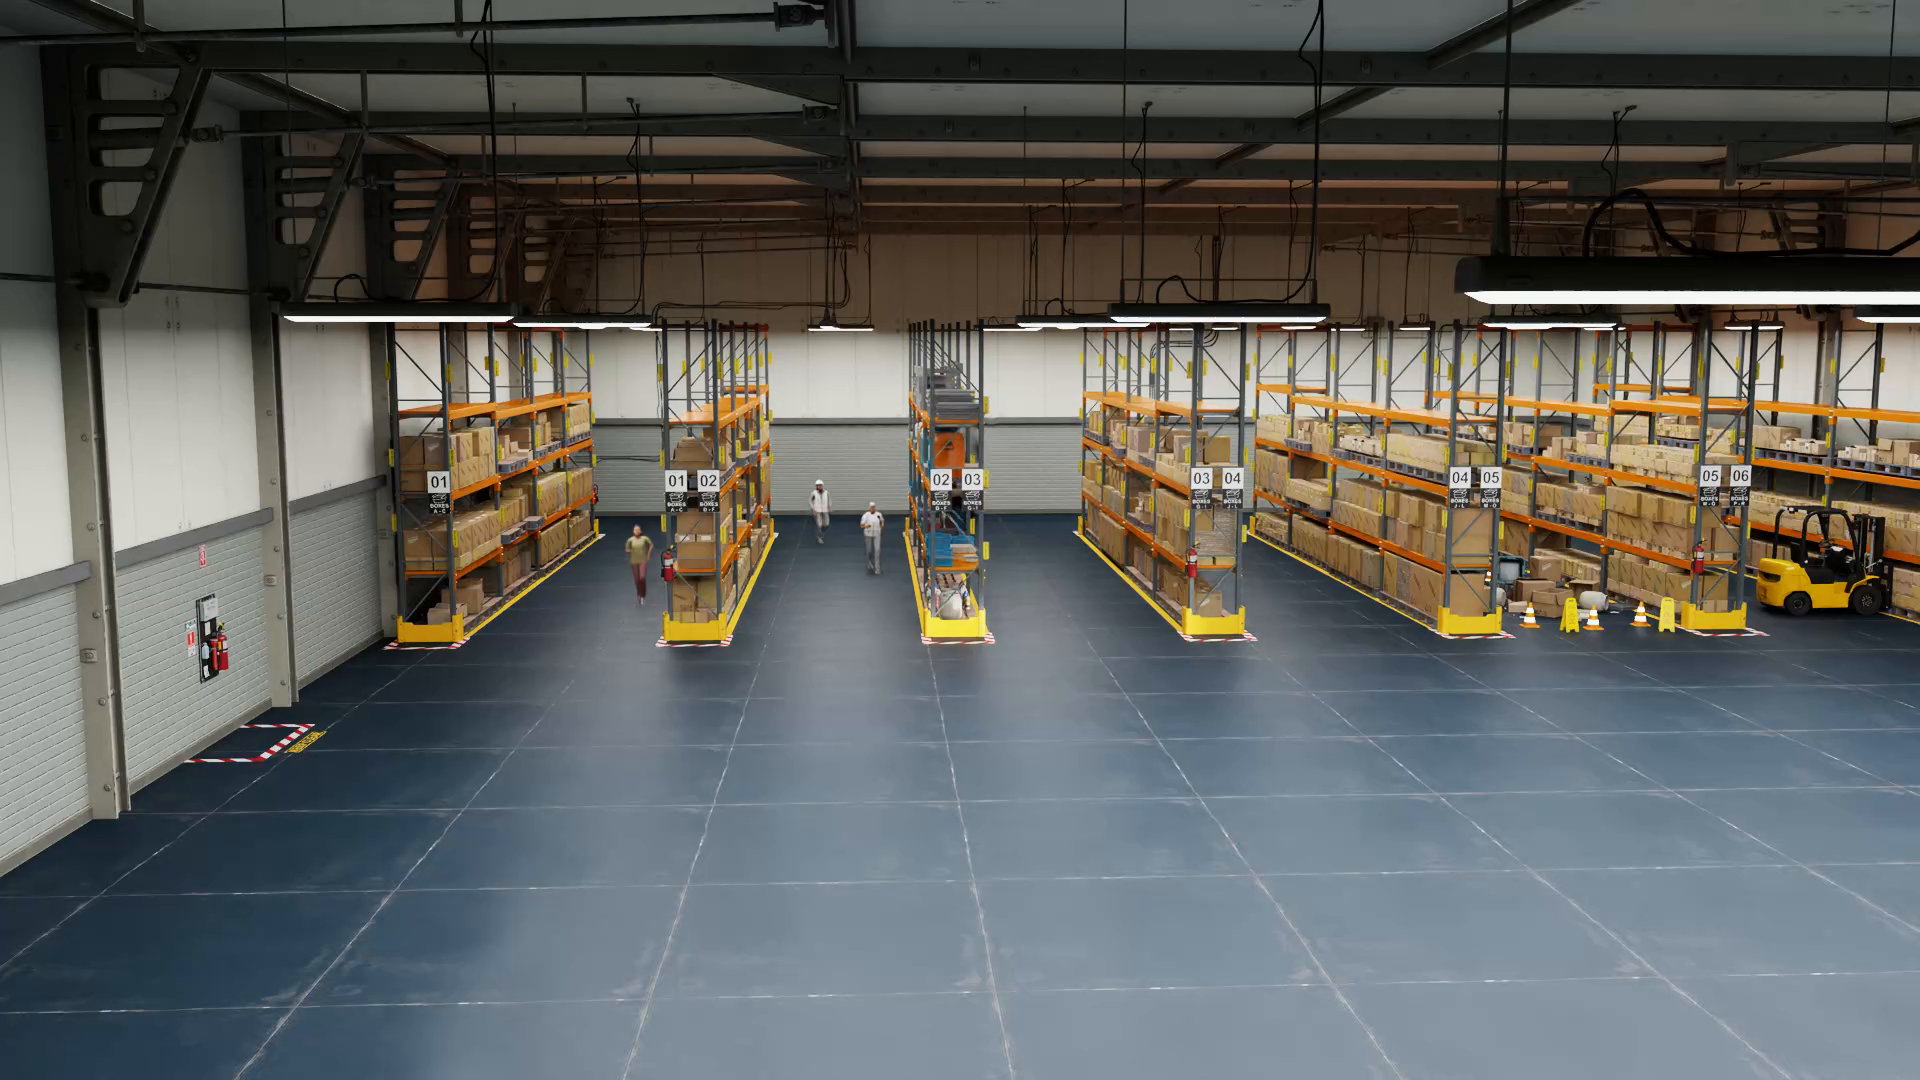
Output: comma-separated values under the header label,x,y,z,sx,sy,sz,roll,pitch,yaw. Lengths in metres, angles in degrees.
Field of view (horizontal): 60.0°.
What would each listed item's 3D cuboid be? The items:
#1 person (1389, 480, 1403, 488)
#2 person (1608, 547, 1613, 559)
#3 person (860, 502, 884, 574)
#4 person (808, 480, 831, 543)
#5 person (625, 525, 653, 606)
label,x,y,z,sx,sy,sz,roll,pitch,yaw
person,13.097,-1.396,50.646,0.881,1.747,0.701,-3,8,-26
person,16.560,-0.314,41.929,0.641,1.770,0.740,-2,7,-15
person,-2.112,-0.074,40.181,0.604,1.688,0.893,-1,7,-7
person,-3.824,-0.781,45.785,0.685,1.738,0.517,-3,8,-23
person,-6.853,0.523,35.485,0.559,1.725,0.738,0,7,-2
